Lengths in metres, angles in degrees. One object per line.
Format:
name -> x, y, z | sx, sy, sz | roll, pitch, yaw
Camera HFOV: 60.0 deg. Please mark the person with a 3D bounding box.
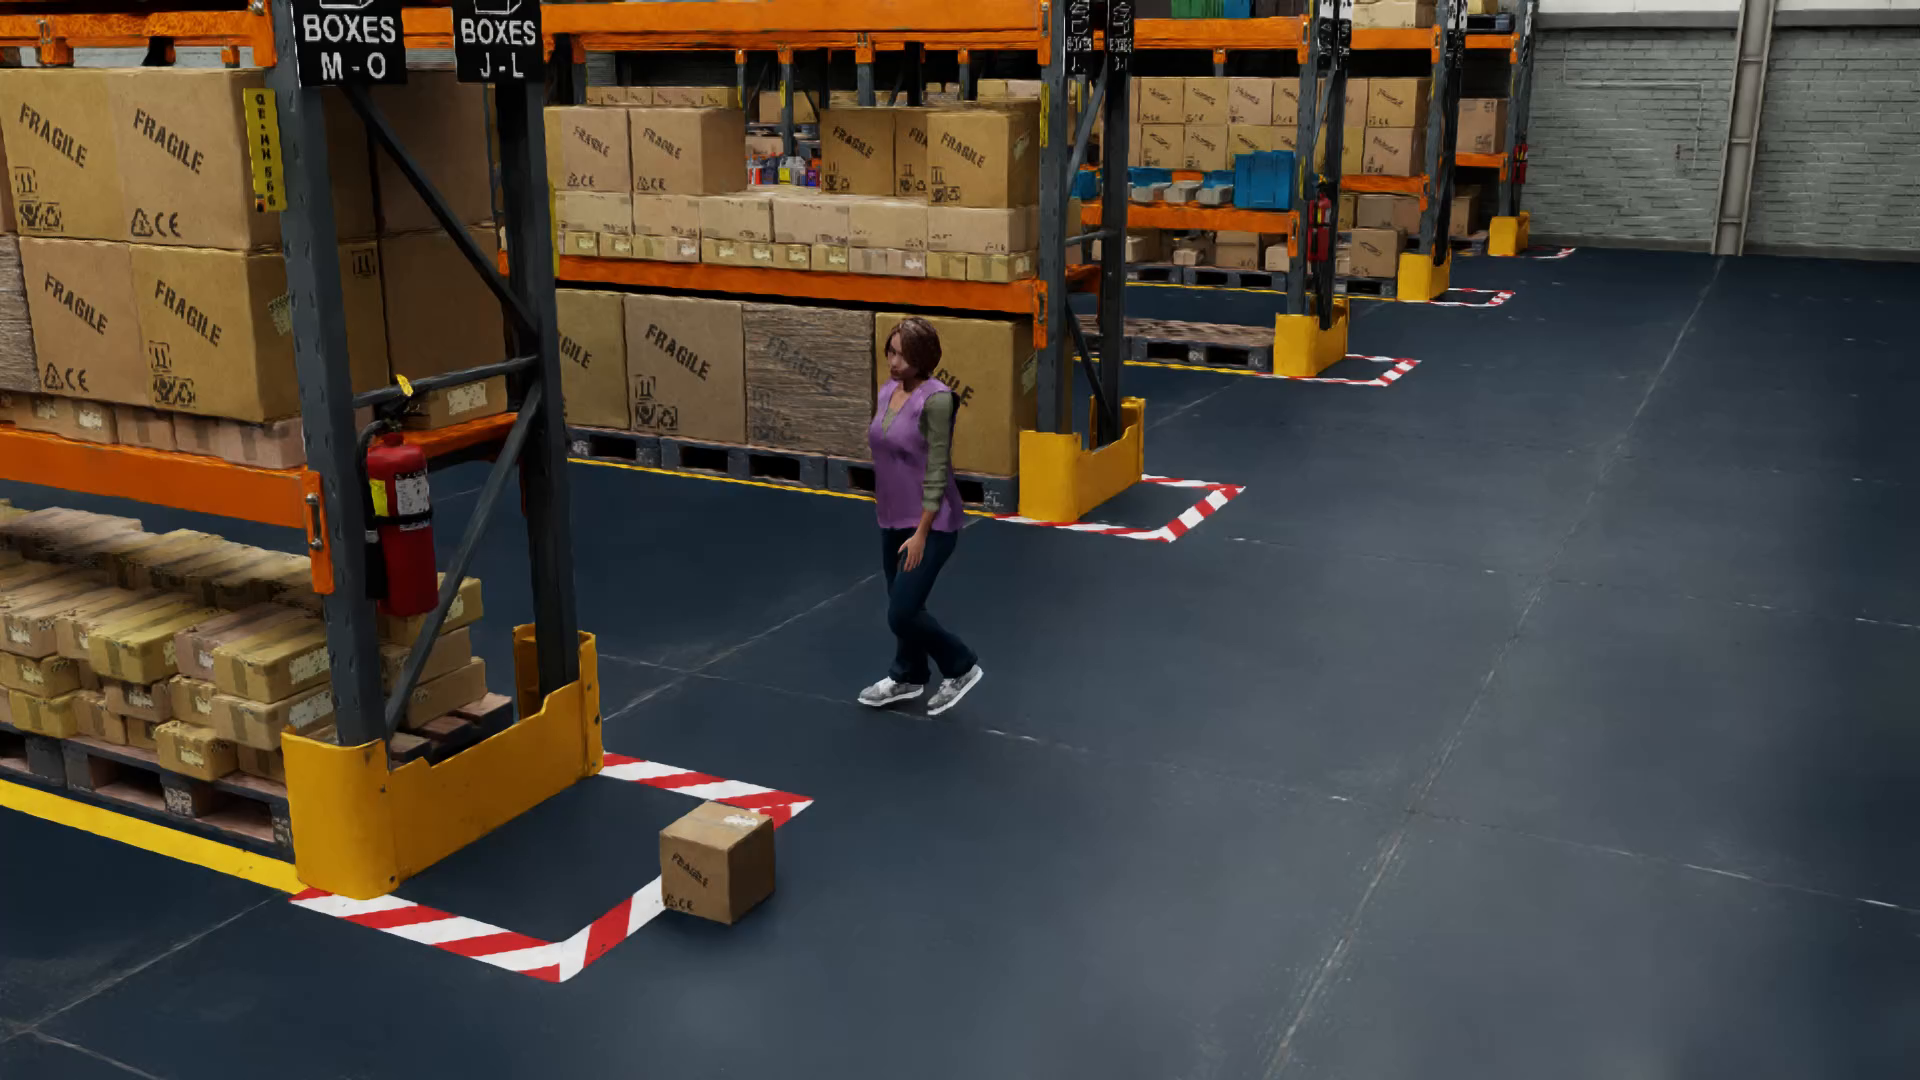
person -> -0.201, -0.057, 6.245 | 0.431, 1.570, 0.534 | -12, 20, -36
